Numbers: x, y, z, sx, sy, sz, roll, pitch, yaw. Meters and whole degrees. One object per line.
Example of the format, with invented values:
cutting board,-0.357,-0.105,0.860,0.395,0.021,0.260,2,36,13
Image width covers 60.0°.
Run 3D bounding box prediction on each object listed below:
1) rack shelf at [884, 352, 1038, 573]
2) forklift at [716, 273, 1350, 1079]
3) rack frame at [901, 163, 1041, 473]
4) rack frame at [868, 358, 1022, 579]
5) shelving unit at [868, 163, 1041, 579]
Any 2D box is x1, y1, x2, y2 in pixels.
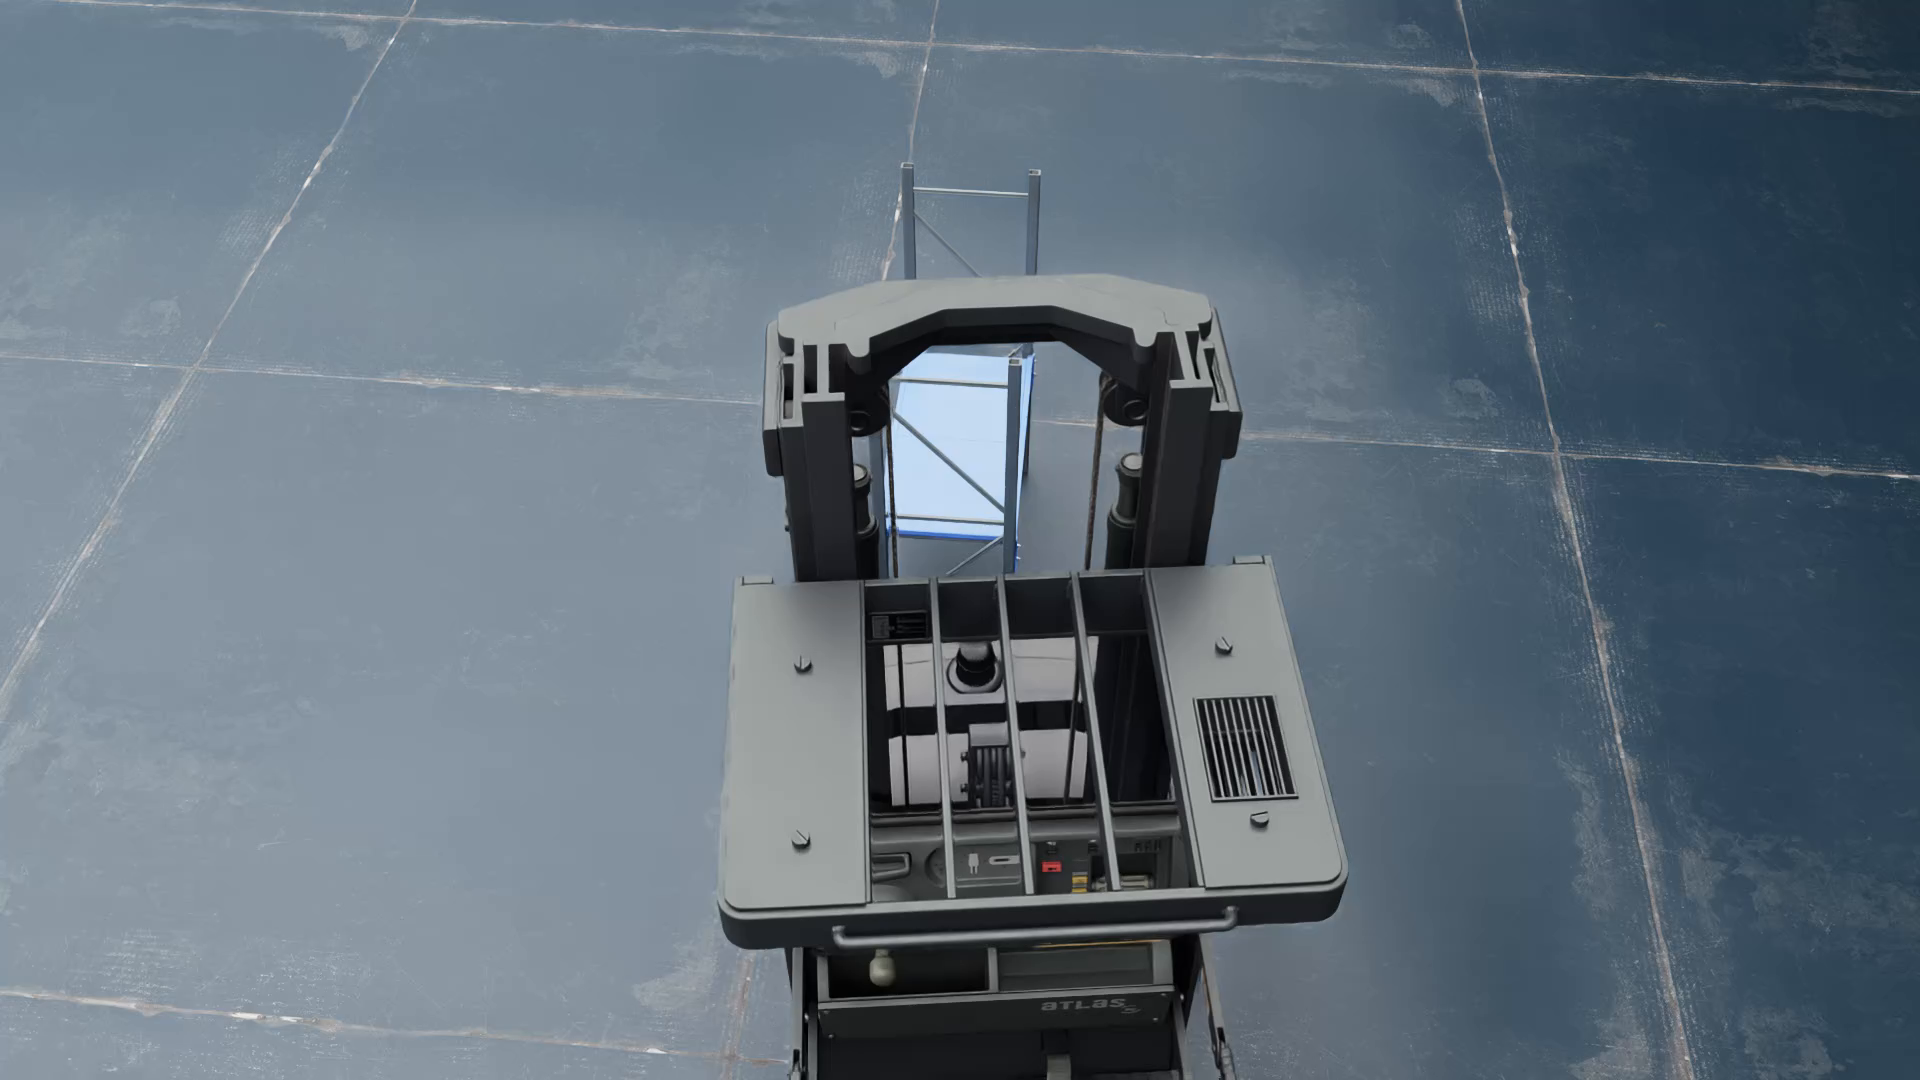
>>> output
rack shelf,-0.008,-0.322,6.272,0.538,0.185,1.000,4,48,4
forklift,0.106,0.969,3.878,1.130,2.935,3.031,-2,48,-2
rack frame,0.039,-0.817,6.481,0.500,1.500,0.032,4,48,4
rack frame,-0.054,-0.070,5.798,0.500,1.500,0.032,4,48,4
shelving unit,-0.008,-0.443,6.139,0.538,1.500,1.048,4,48,4
